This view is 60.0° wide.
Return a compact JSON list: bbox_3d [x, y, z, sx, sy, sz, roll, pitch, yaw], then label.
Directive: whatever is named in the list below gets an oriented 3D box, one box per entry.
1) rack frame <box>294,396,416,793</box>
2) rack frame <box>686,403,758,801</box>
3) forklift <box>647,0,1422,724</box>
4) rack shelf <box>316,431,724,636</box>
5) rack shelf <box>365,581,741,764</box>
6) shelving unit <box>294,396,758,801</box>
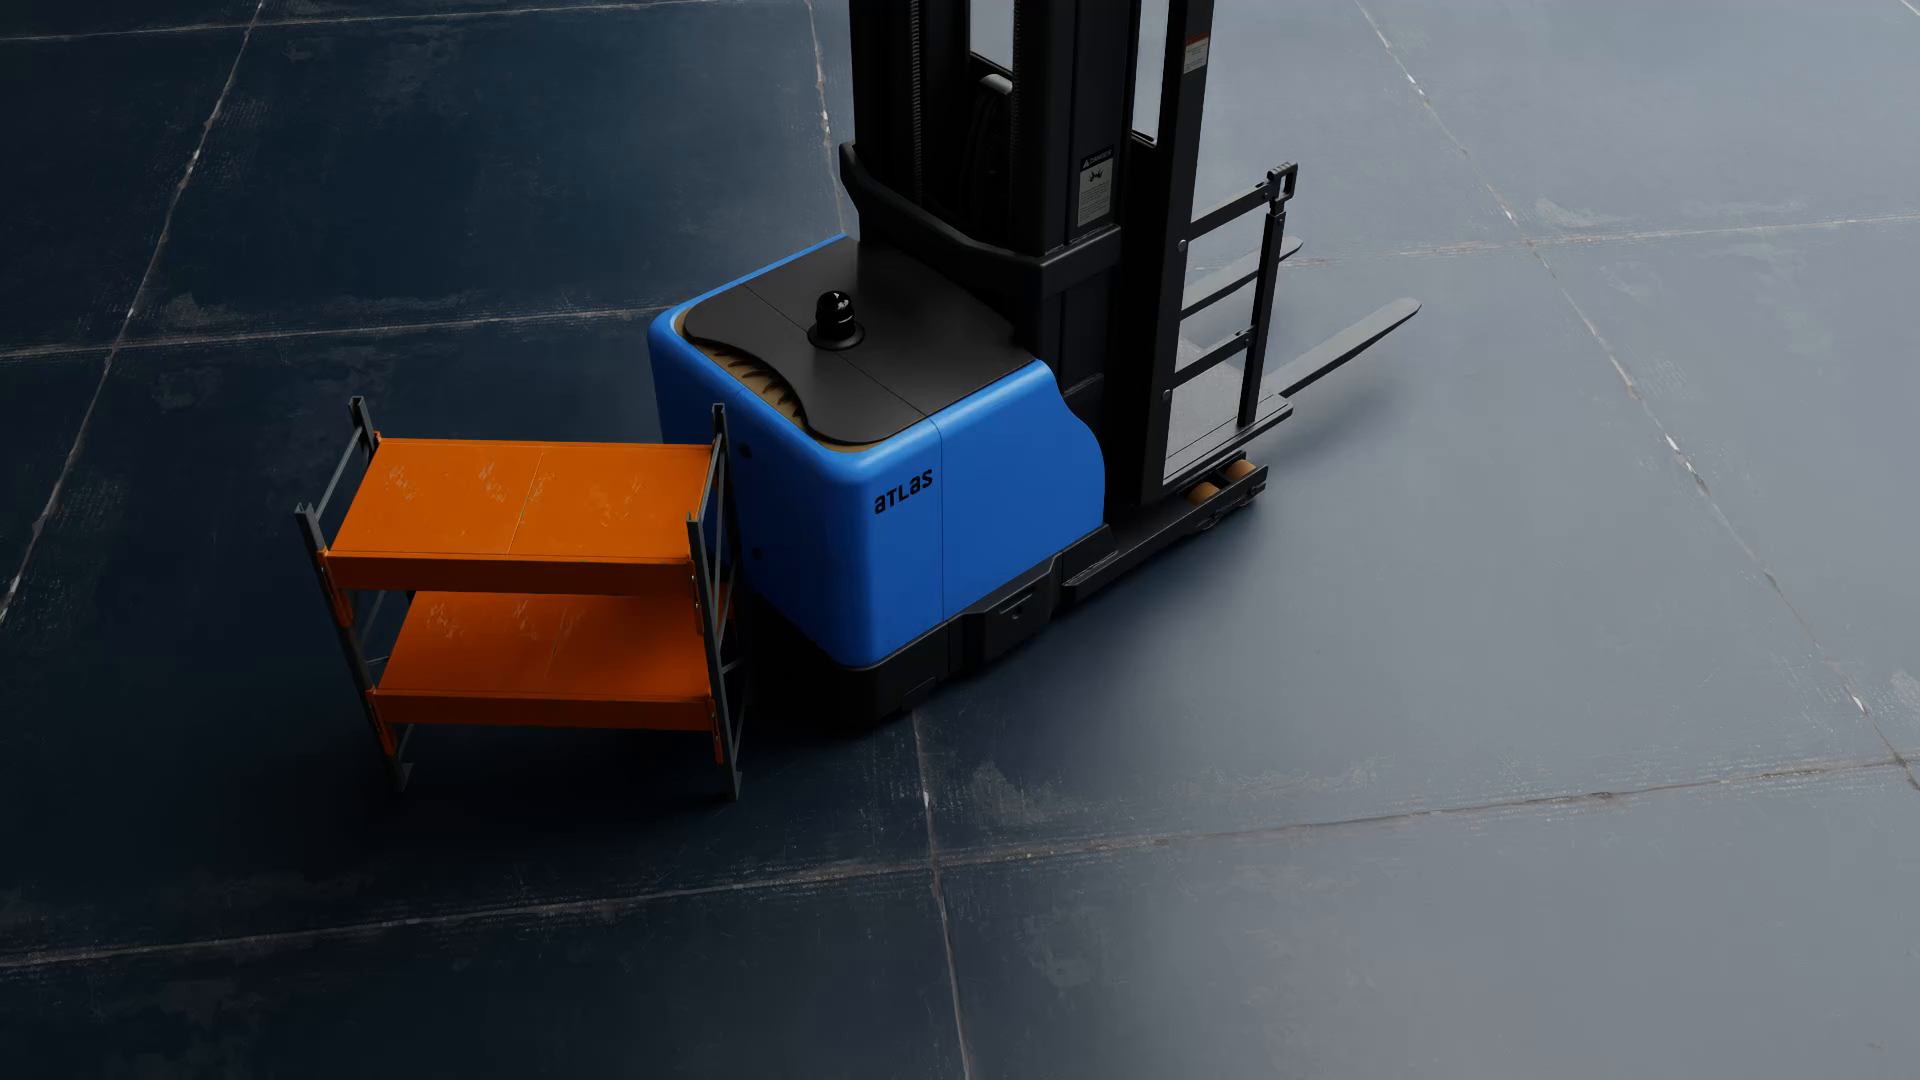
[{"bbox_3d":[-1.696,0.181,4.853,0.032,1.125,0.500,1,42,1],"label":"rack frame"},{"bbox_3d":[-0.680,0.204,4.828,0.032,1.125,0.500,1,42,1],"label":"rack frame"},{"bbox_3d":[0.476,-1.366,5.219,3.031,2.935,1.130,-30,50,-29],"label":"forklift"},{"bbox_3d":[-1.188,-0.025,4.644,1.000,0.278,0.538,1,42,1],"label":"rack shelf"},{"bbox_3d":[-1.188,0.374,5.004,1.000,0.278,0.538,1,42,1],"label":"rack shelf"},{"bbox_3d":[-1.188,0.193,4.840,1.048,1.125,0.538,1,42,1],"label":"shelving unit"}]
